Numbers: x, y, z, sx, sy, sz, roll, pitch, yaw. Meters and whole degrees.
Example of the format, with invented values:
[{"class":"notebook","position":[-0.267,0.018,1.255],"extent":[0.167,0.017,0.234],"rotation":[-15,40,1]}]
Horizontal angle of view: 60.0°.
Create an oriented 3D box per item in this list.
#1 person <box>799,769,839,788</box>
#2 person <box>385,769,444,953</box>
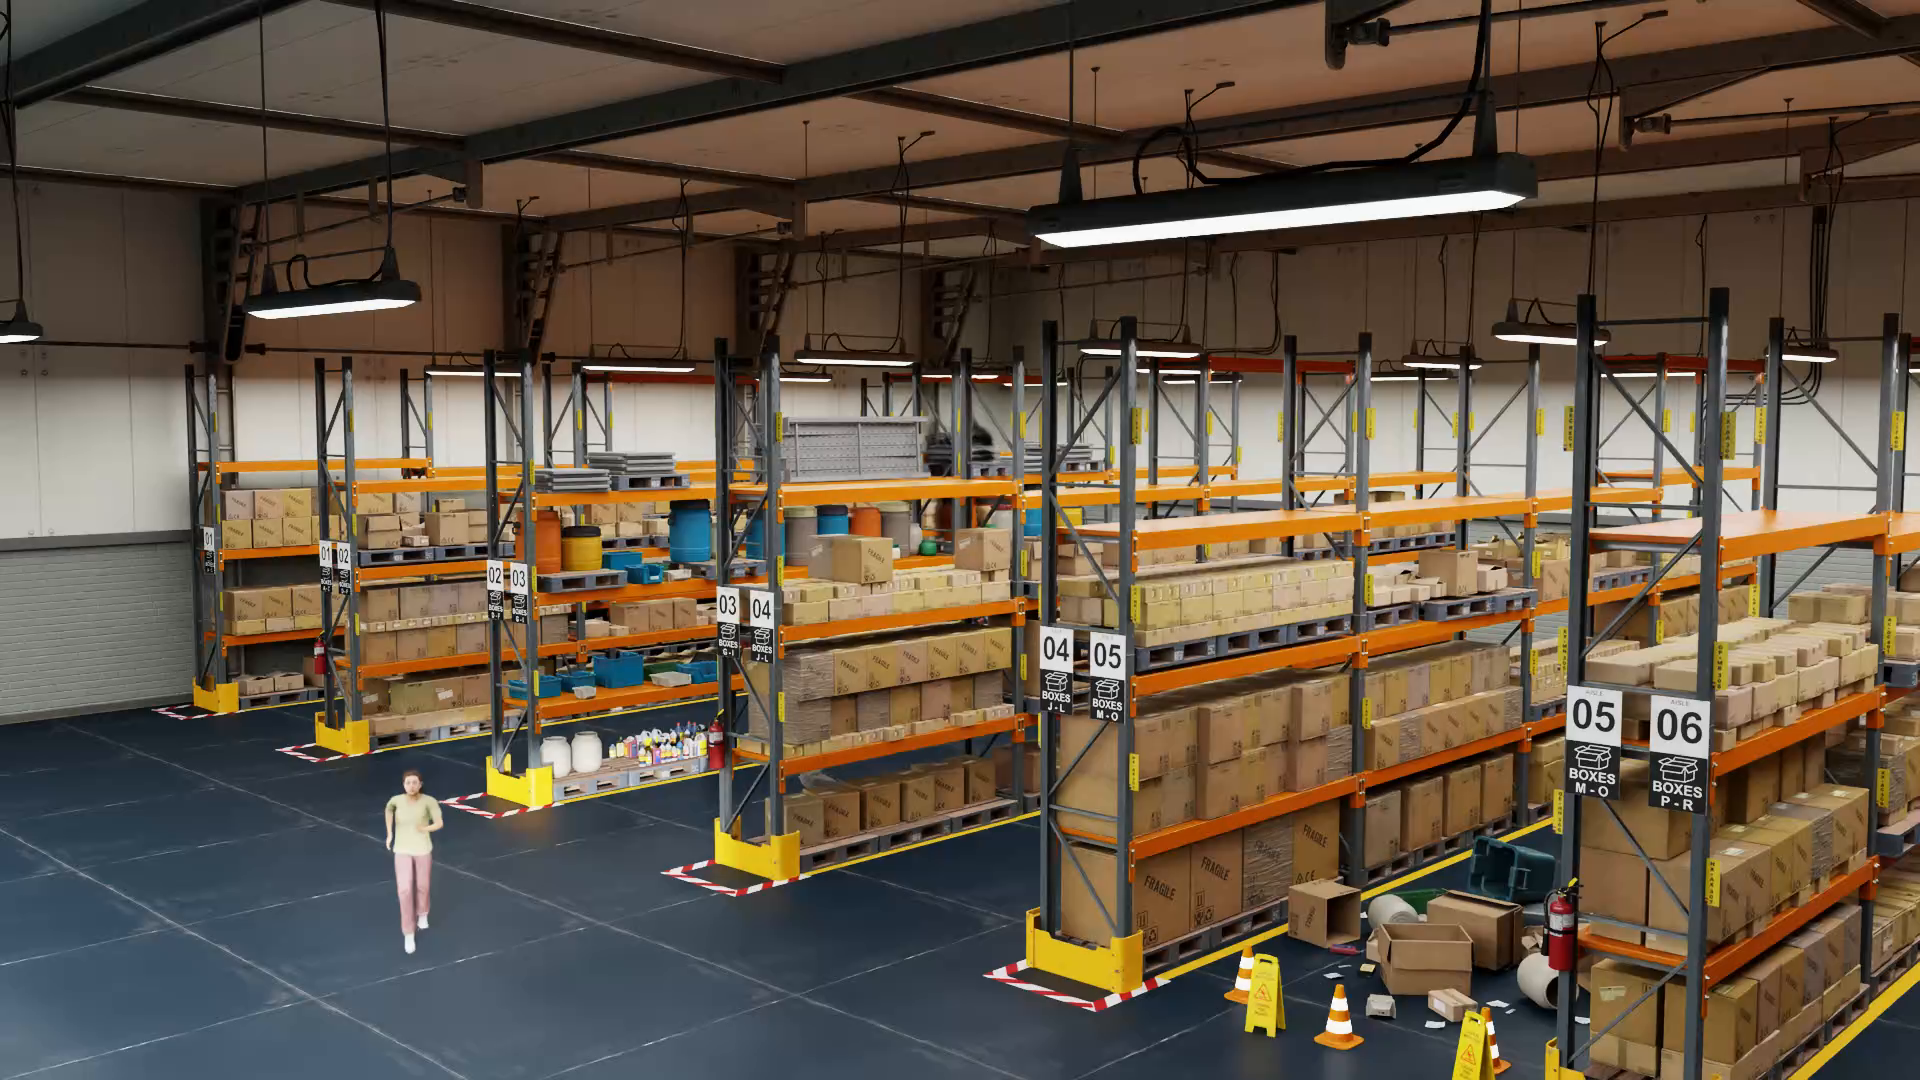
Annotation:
[{"class":"person","position":[-1.859,2.644,21.537],"extent":[0.687,1.745,0.595],"rotation":[4,6,44]},{"class":"person","position":[-5.325,3.074,16.254],"extent":[0.548,1.715,0.843],"rotation":[-1,5,-16]}]
